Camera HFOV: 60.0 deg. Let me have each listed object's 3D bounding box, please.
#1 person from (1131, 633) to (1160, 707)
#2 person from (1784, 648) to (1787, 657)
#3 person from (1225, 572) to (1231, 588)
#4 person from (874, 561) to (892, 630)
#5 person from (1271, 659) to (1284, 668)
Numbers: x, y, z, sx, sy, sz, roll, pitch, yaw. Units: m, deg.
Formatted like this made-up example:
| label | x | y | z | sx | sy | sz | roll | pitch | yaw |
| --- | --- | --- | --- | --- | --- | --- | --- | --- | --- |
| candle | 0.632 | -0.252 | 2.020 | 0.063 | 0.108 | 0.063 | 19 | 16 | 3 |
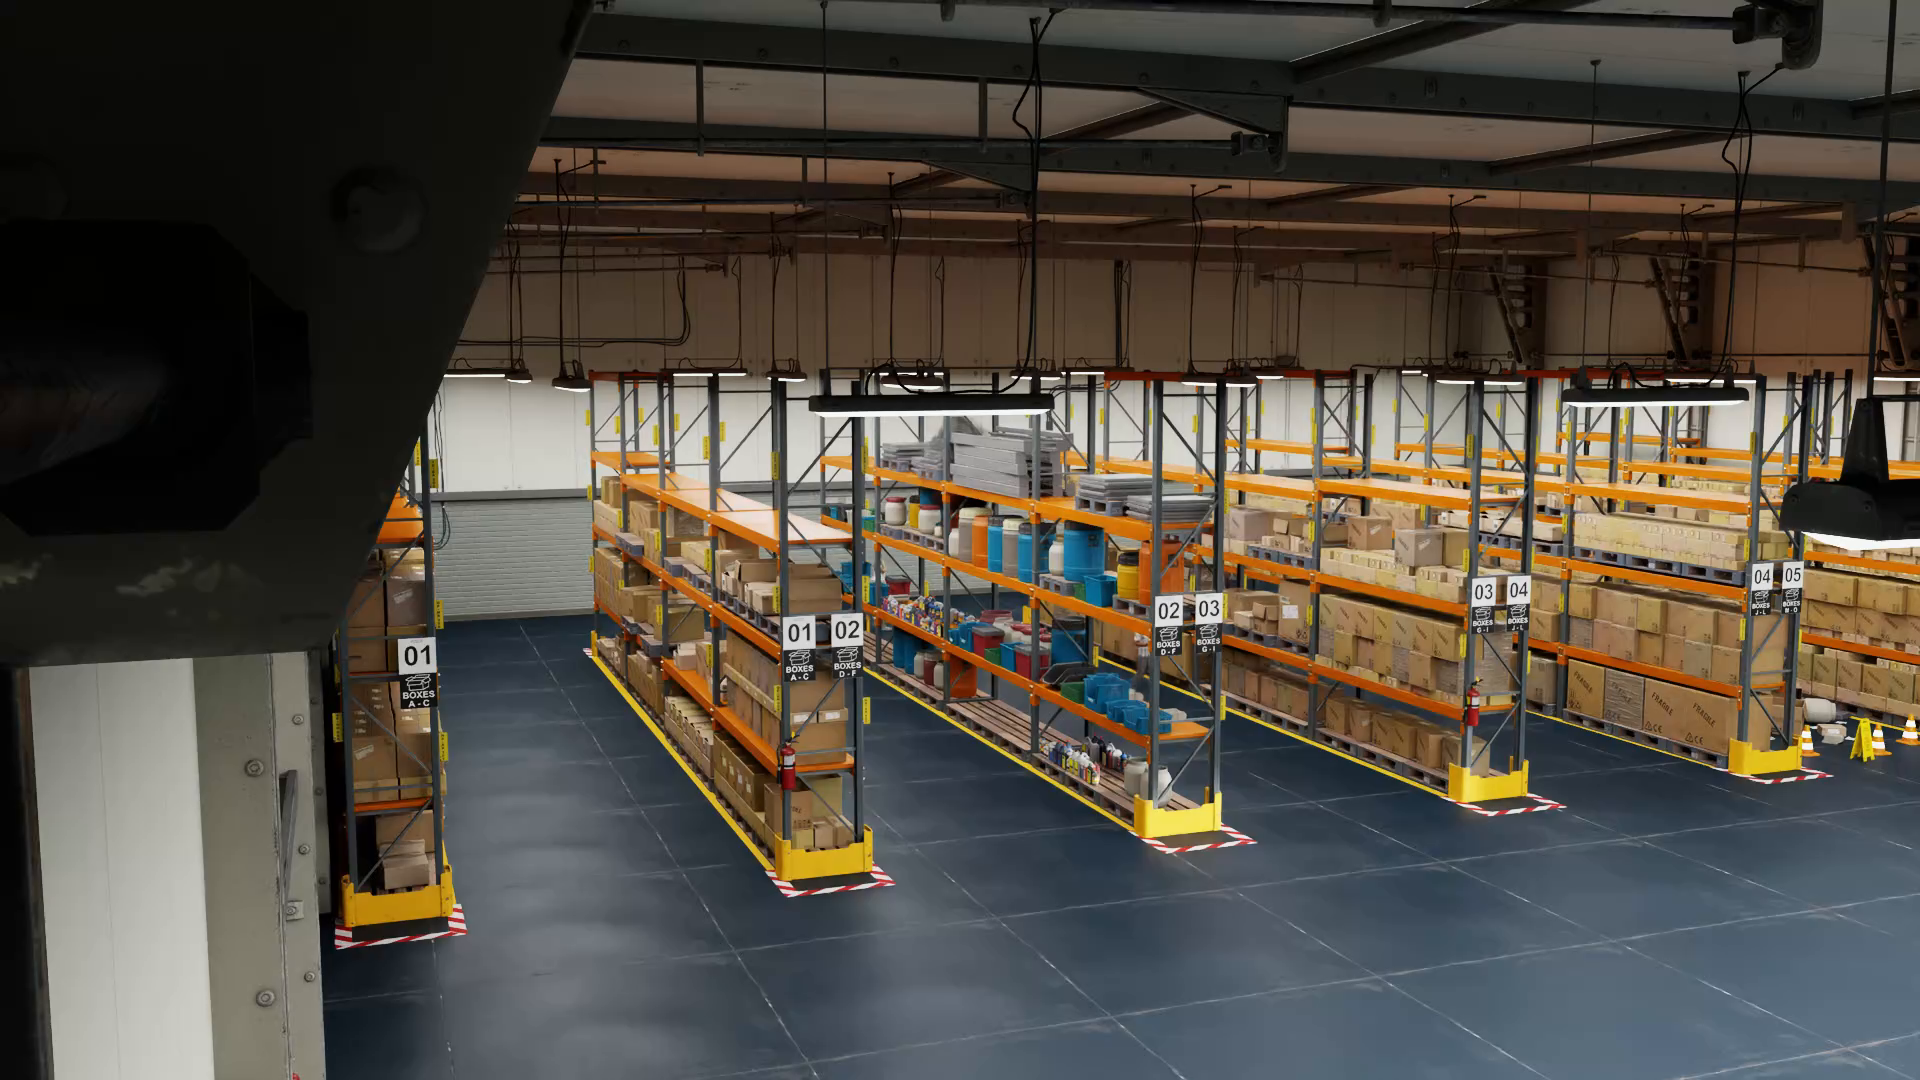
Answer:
| label | x | y | z | sx | sy | sz | roll | pitch | yaw |
| --- | --- | --- | --- | --- | --- | --- | --- | --- | --- |
| person | 3.417 | 2.118 | 30.269 | 0.599 | 1.743 | 0.894 | -2 | 7 | -14 |
| person | 16.435 | 1.671 | 33.821 | 0.681 | 1.764 | 0.933 | -3 | 7 | -25 |
| person | 6.935 | 0.645 | 43.416 | 0.661 | 1.758 | 0.694 | 5 | 8 | 35 |
| person | -1.760 | 1.278 | 38.003 | 0.520 | 1.629 | 0.650 | 2 | 7 | 18 |
| person | 6.439 | 1.786 | 33.207 | 0.639 | 1.711 | 0.678 | -5 | 8 | -36 |
